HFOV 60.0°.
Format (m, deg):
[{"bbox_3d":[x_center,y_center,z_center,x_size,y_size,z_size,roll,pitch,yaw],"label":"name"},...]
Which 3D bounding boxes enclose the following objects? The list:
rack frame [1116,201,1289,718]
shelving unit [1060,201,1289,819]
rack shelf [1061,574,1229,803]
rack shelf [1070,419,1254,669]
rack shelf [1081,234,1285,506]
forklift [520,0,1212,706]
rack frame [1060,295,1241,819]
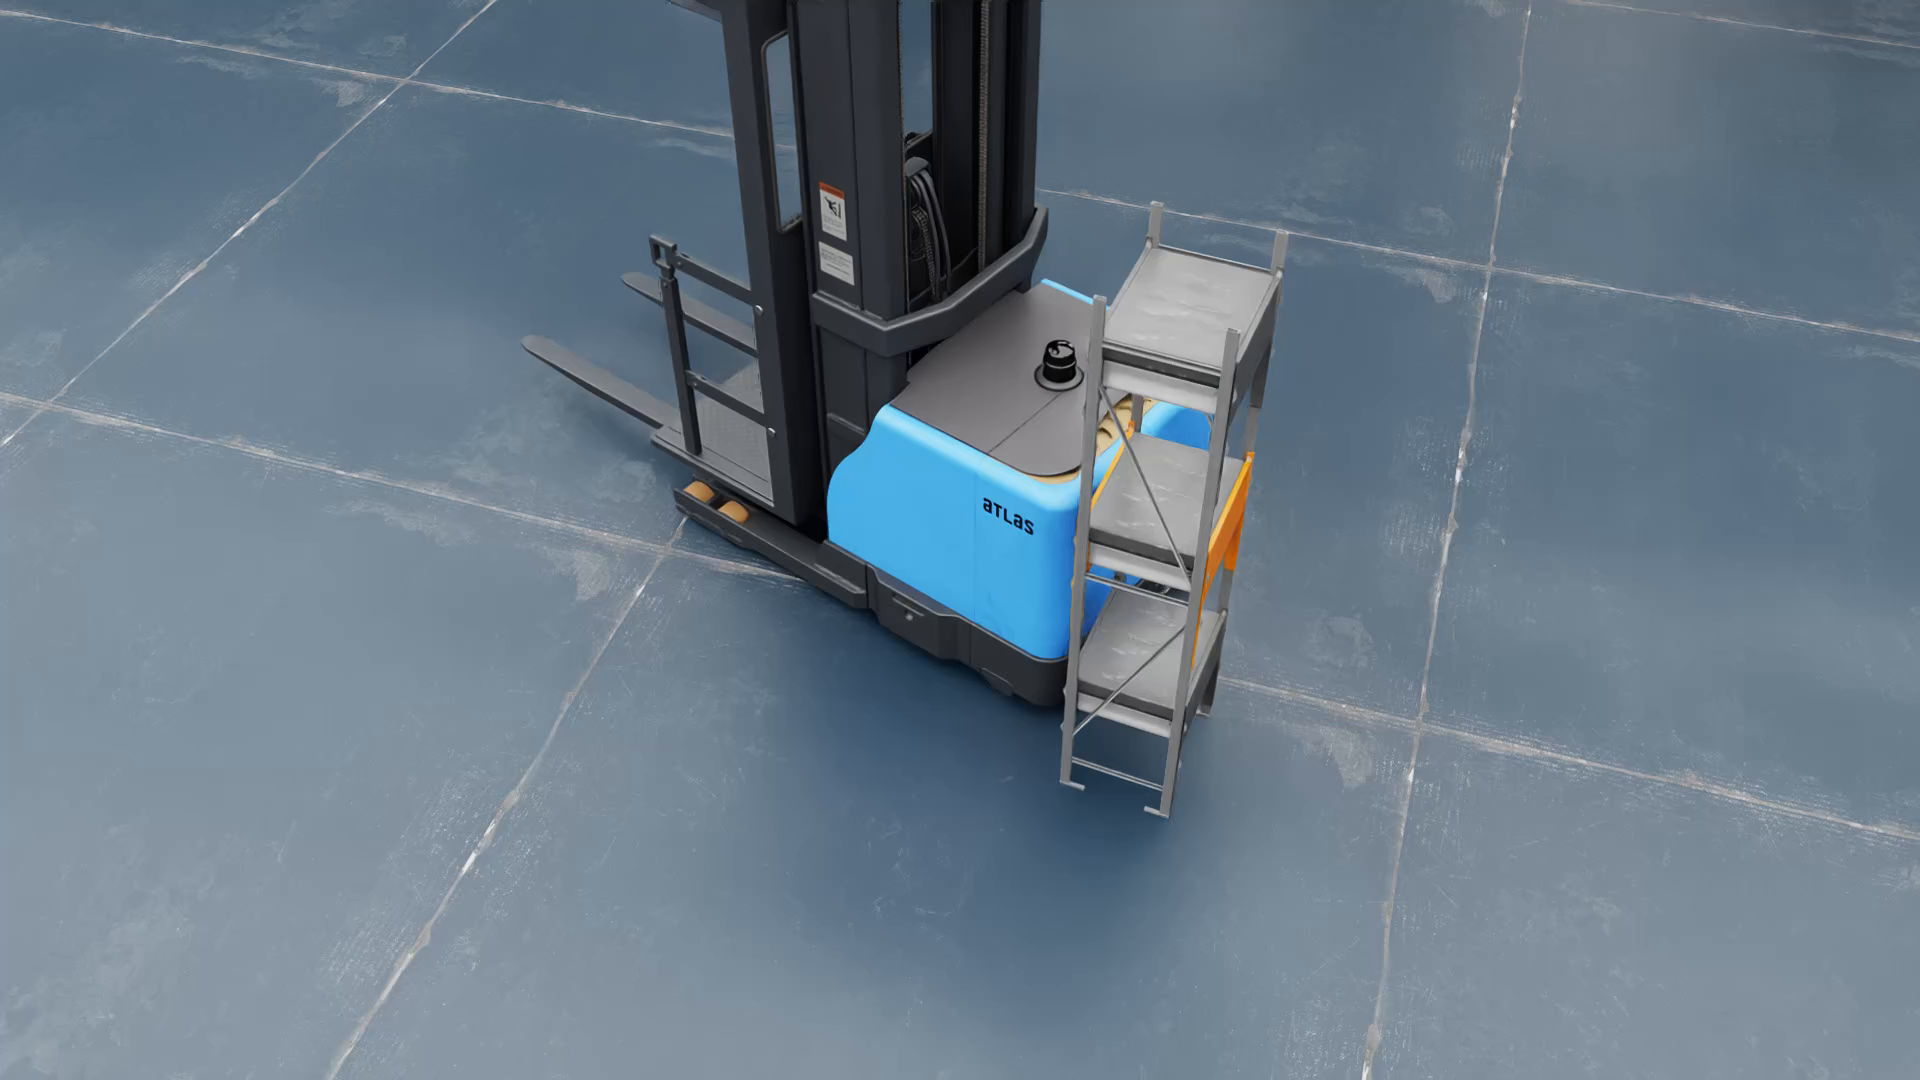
[{"bbox_3d":[0.729,-0.157,5.409,0.400,2.100,0.015,16,47,16],"label":"rack frame"},{"bbox_3d":[0.635,0.001,5.248,0.431,2.100,0.503,16,47,16],"label":"shelving unit"},{"bbox_3d":[0.635,0.511,5.747,0.431,0.518,0.480,16,47,16],"label":"rack shelf"},{"bbox_3d":[0.635,0.010,5.258,0.431,0.518,0.480,16,47,16],"label":"rack shelf"},{"bbox_3d":[0.635,-0.490,4.768,0.431,0.518,0.480,16,47,16],"label":"rack shelf"},{"bbox_3d":[-0.541,-1.302,5.984,3.031,2.935,1.130,28,51,26],"label":"forklift"},{"bbox_3d":[0.540,0.158,5.087,0.400,2.100,0.015,16,47,16],"label":"rack frame"}]
